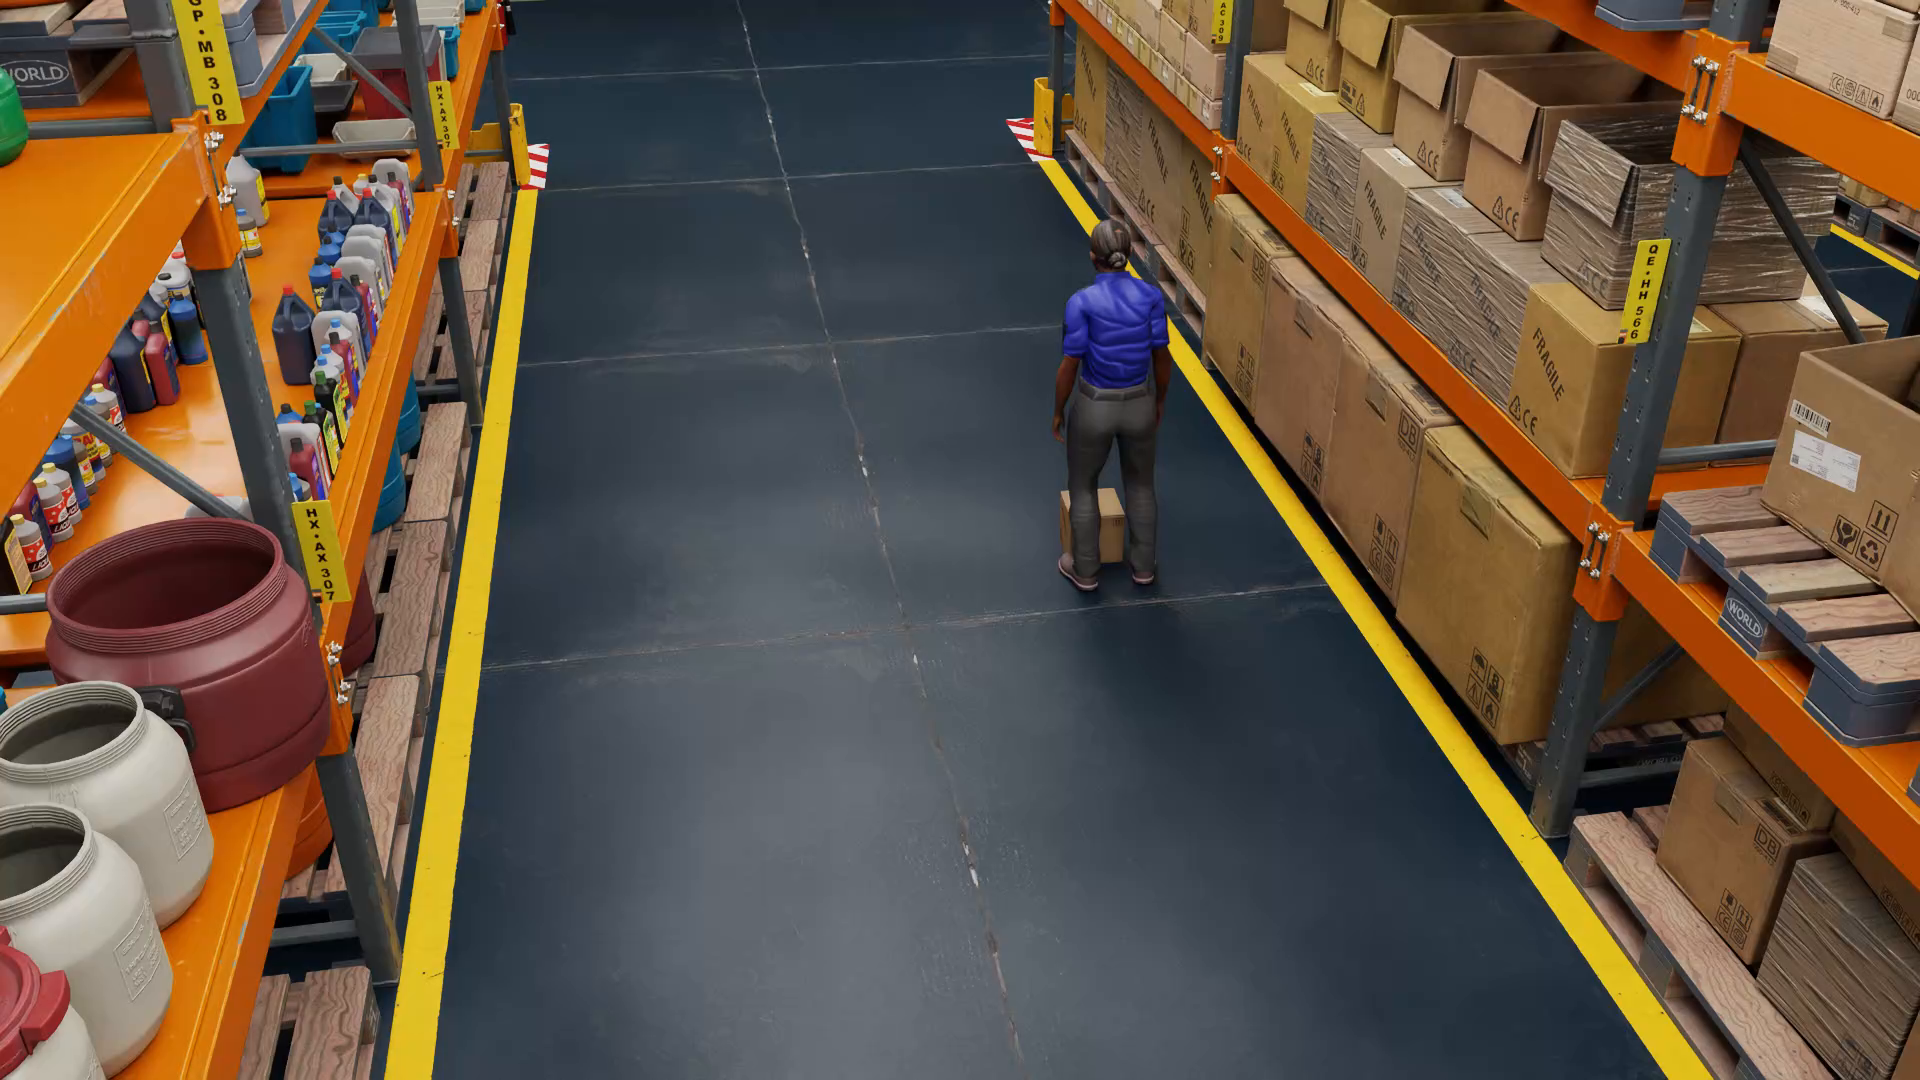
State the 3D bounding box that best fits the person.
[{"bbox_3d":[0.649,-0.548,7.054,0.525,1.655,0.349,-6,31,-10],"label":"person"}]
